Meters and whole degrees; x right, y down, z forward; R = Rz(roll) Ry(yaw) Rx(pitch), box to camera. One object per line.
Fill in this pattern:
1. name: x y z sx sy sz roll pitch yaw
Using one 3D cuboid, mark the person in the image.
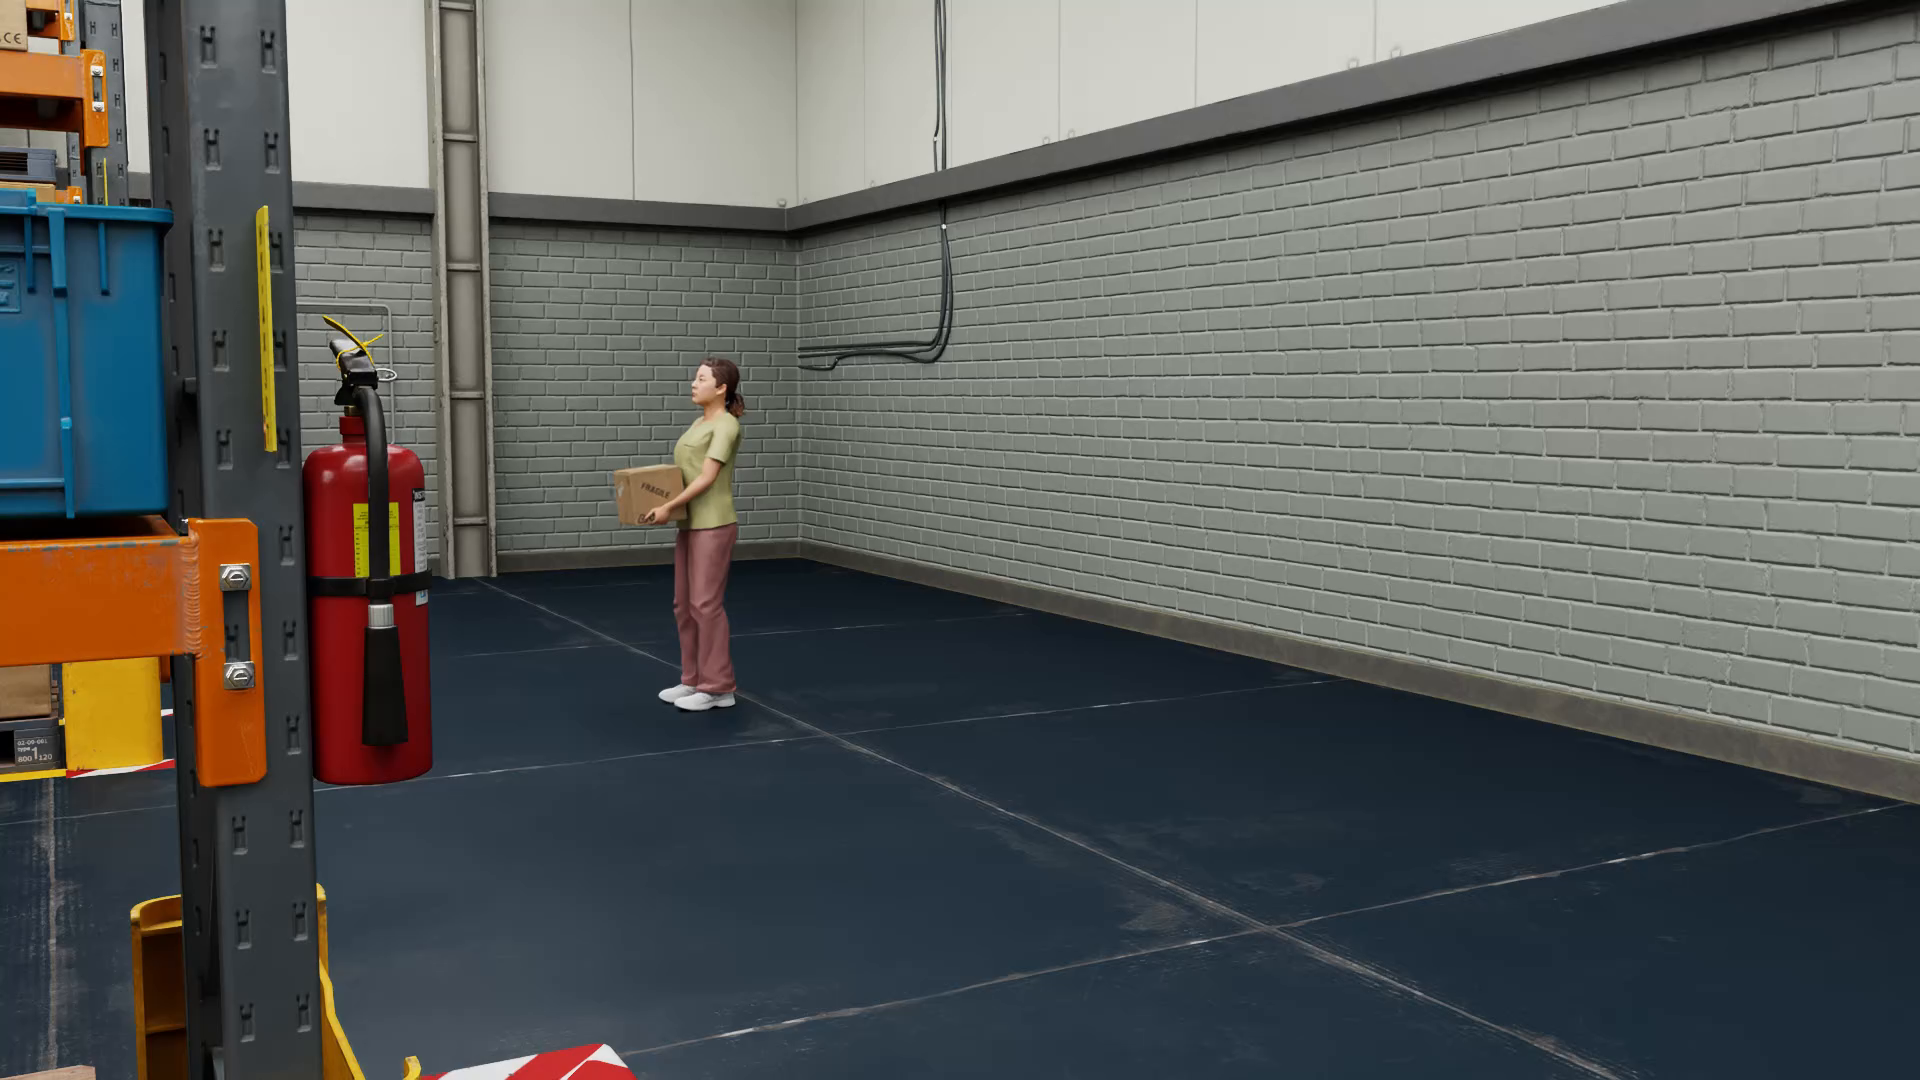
1. person: -1.272 -0.035 7.901 0.550 1.664 0.431 -3 6 -29
